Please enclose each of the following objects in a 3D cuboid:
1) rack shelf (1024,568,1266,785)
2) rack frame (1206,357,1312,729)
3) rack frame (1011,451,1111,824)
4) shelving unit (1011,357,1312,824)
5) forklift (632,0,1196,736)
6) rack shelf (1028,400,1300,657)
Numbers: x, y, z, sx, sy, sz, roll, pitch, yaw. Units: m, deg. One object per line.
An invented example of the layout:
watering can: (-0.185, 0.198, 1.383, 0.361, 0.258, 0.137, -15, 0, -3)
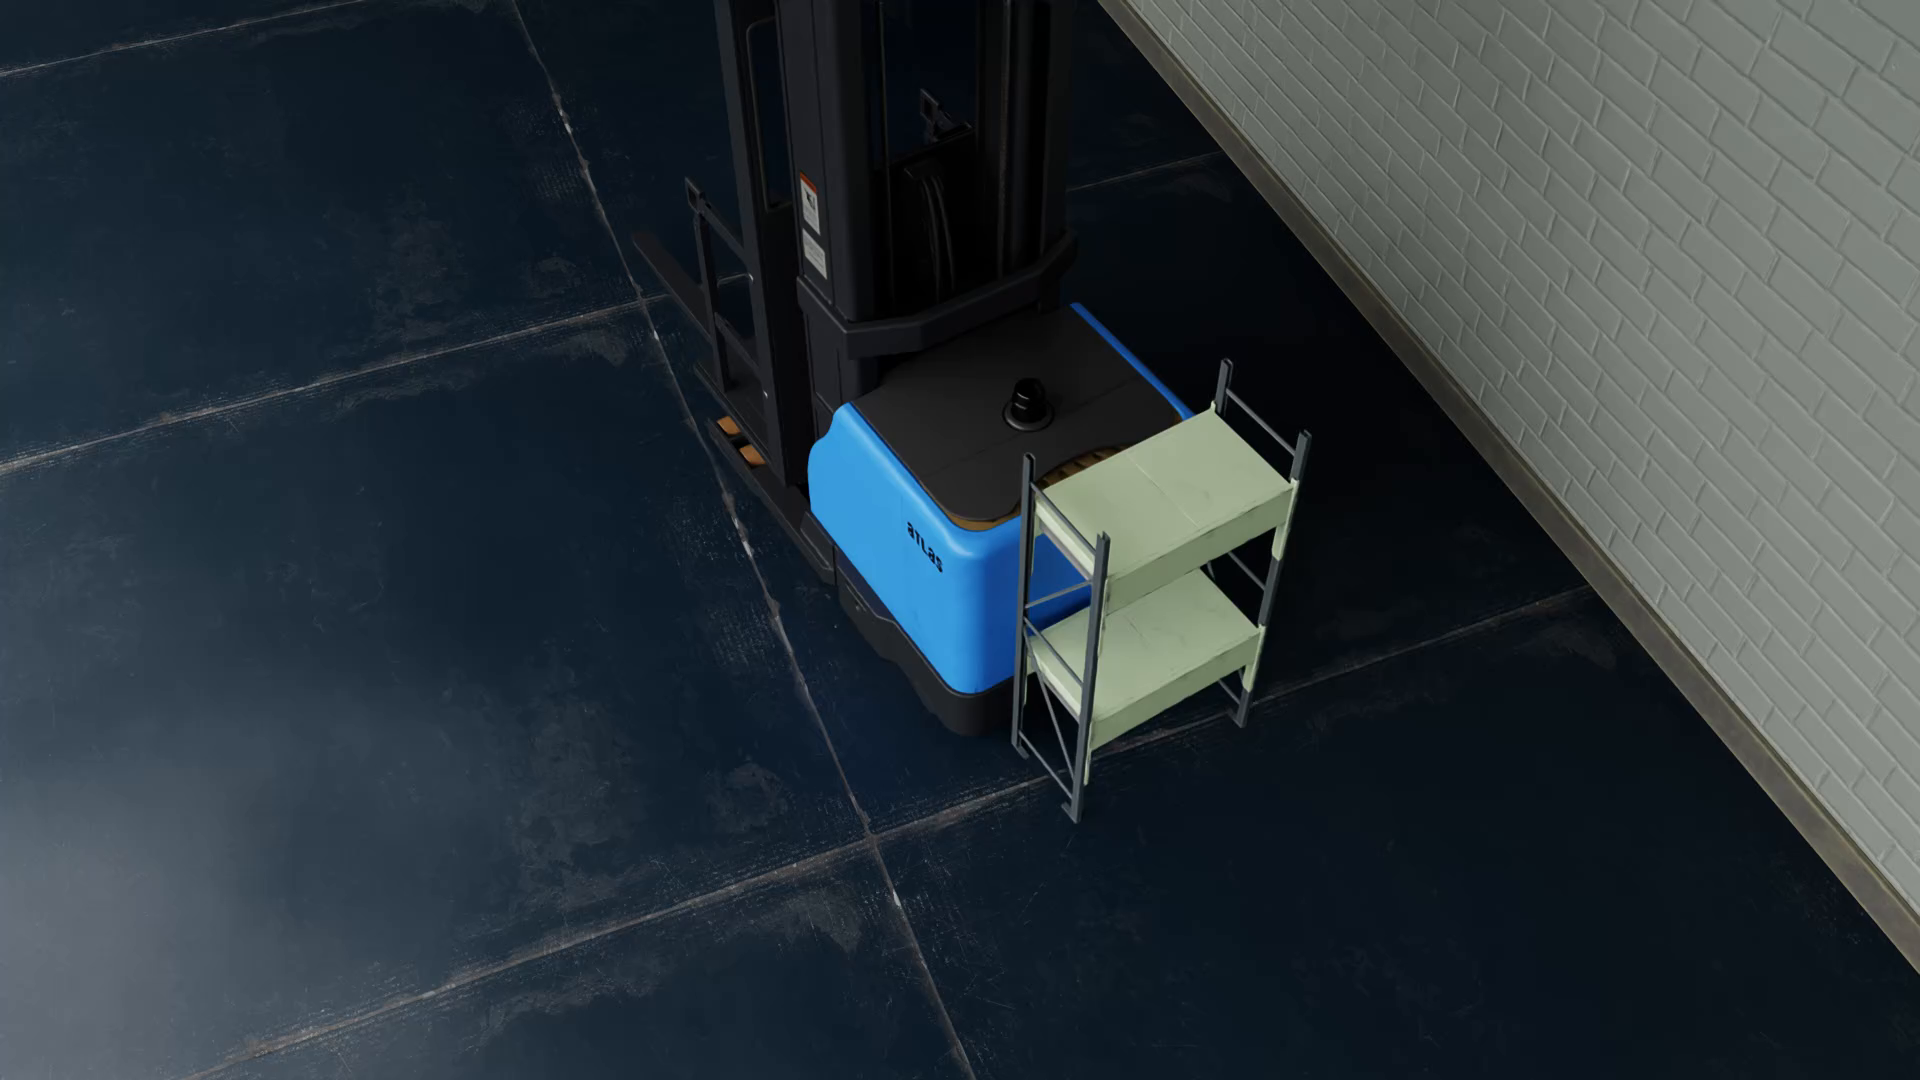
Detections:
rack shelf: (0.609, 0.424, 5.668, 0.720, 0.370, 0.431, -26, 54, -21)
rack frame: (0.916, 0.061, 5.550, 0.023, 1.500, 0.400, -26, 54, -21)
rack frame: (0.301, 0.362, 5.291, 0.023, 1.500, 0.400, -26, 54, -21)
shelving unit: (0.609, 0.211, 5.421, 0.755, 1.500, 0.431, -26, 54, -21)
forklift: (-0.378, -1.362, 5.828, 1.130, 2.935, 3.031, -26, 54, -21)
rack shelf: (0.609, -0.043, 5.124, 0.720, 0.370, 0.431, -26, 54, -21)
